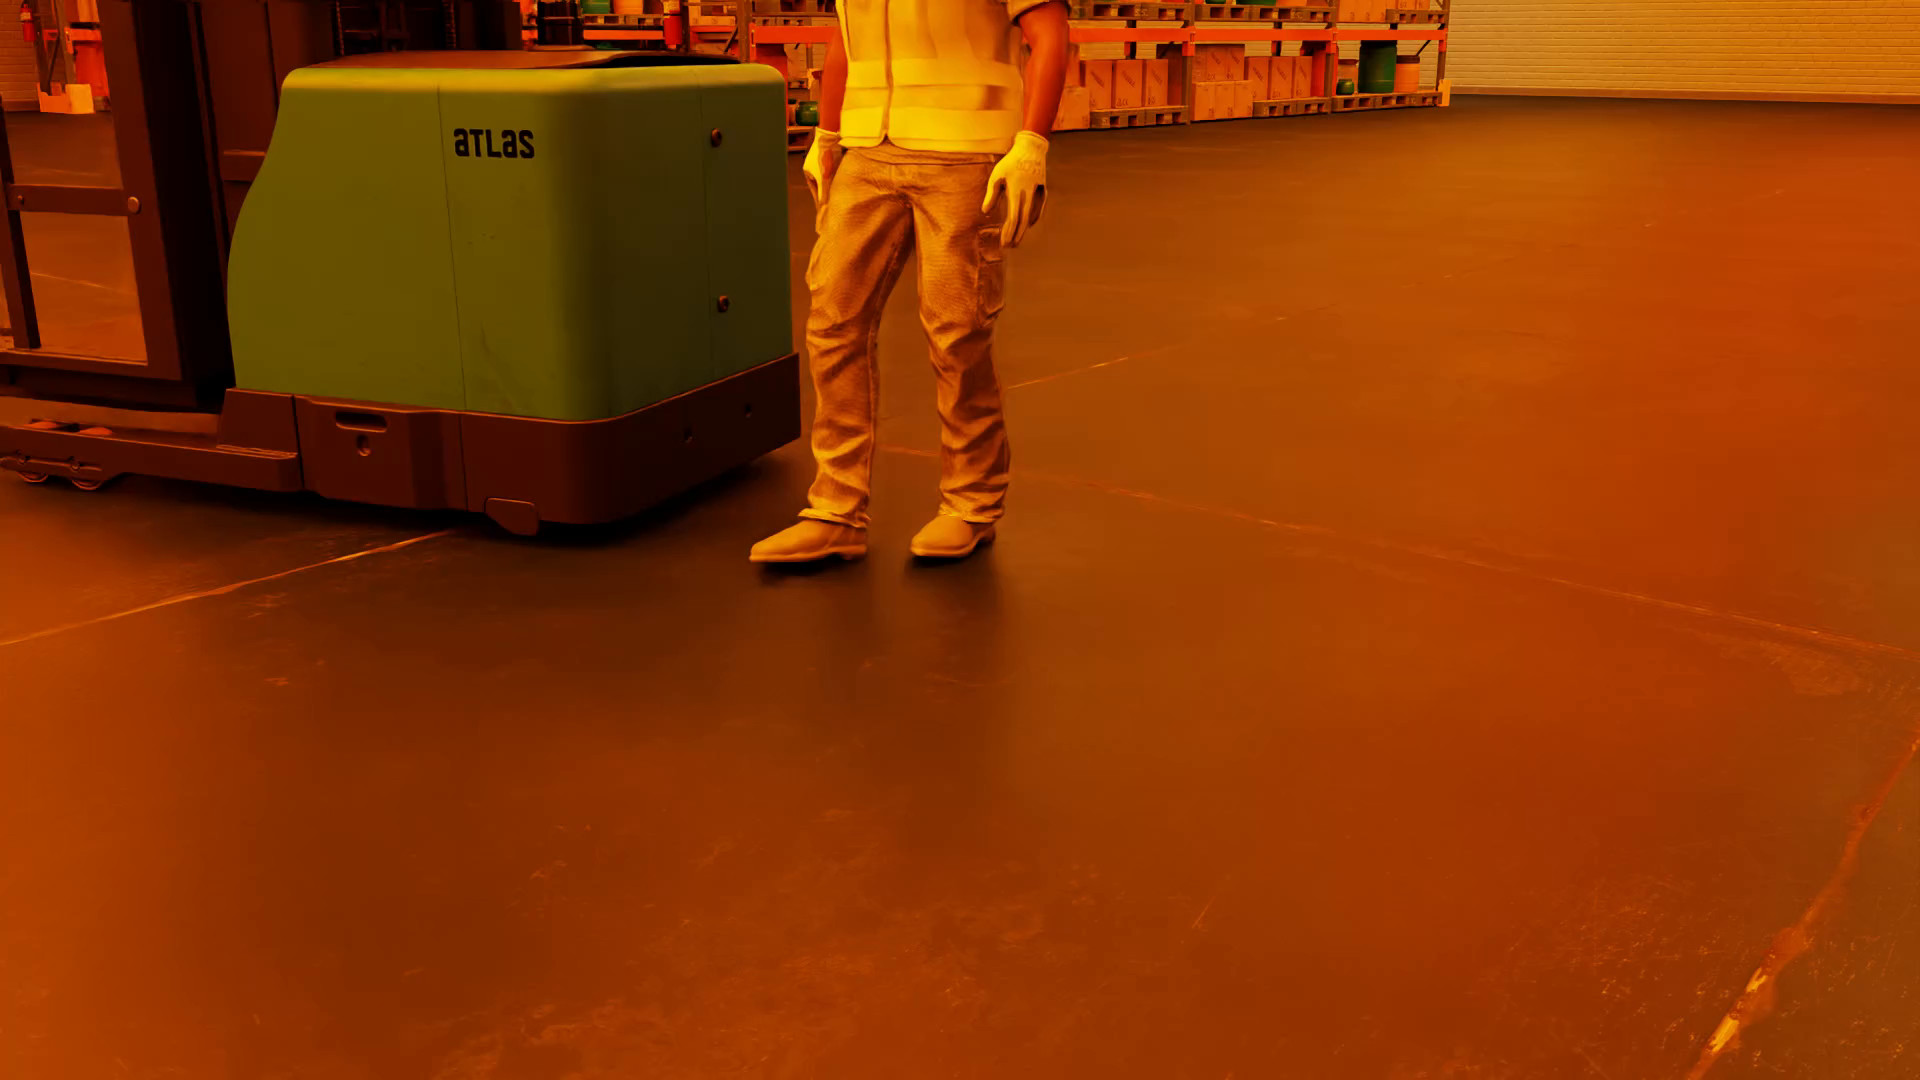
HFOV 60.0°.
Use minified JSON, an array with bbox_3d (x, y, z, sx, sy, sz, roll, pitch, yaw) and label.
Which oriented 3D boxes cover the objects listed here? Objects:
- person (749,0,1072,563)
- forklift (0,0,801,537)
[{"bbox_3d":[-0.120,-0.791,3.526,0.729,1.778,0.582,11,20,33],"label":"person"},{"bbox_3d":[-2.013,-1.666,4.383,3.031,2.935,1.130,7,18,21],"label":"forklift"}]
